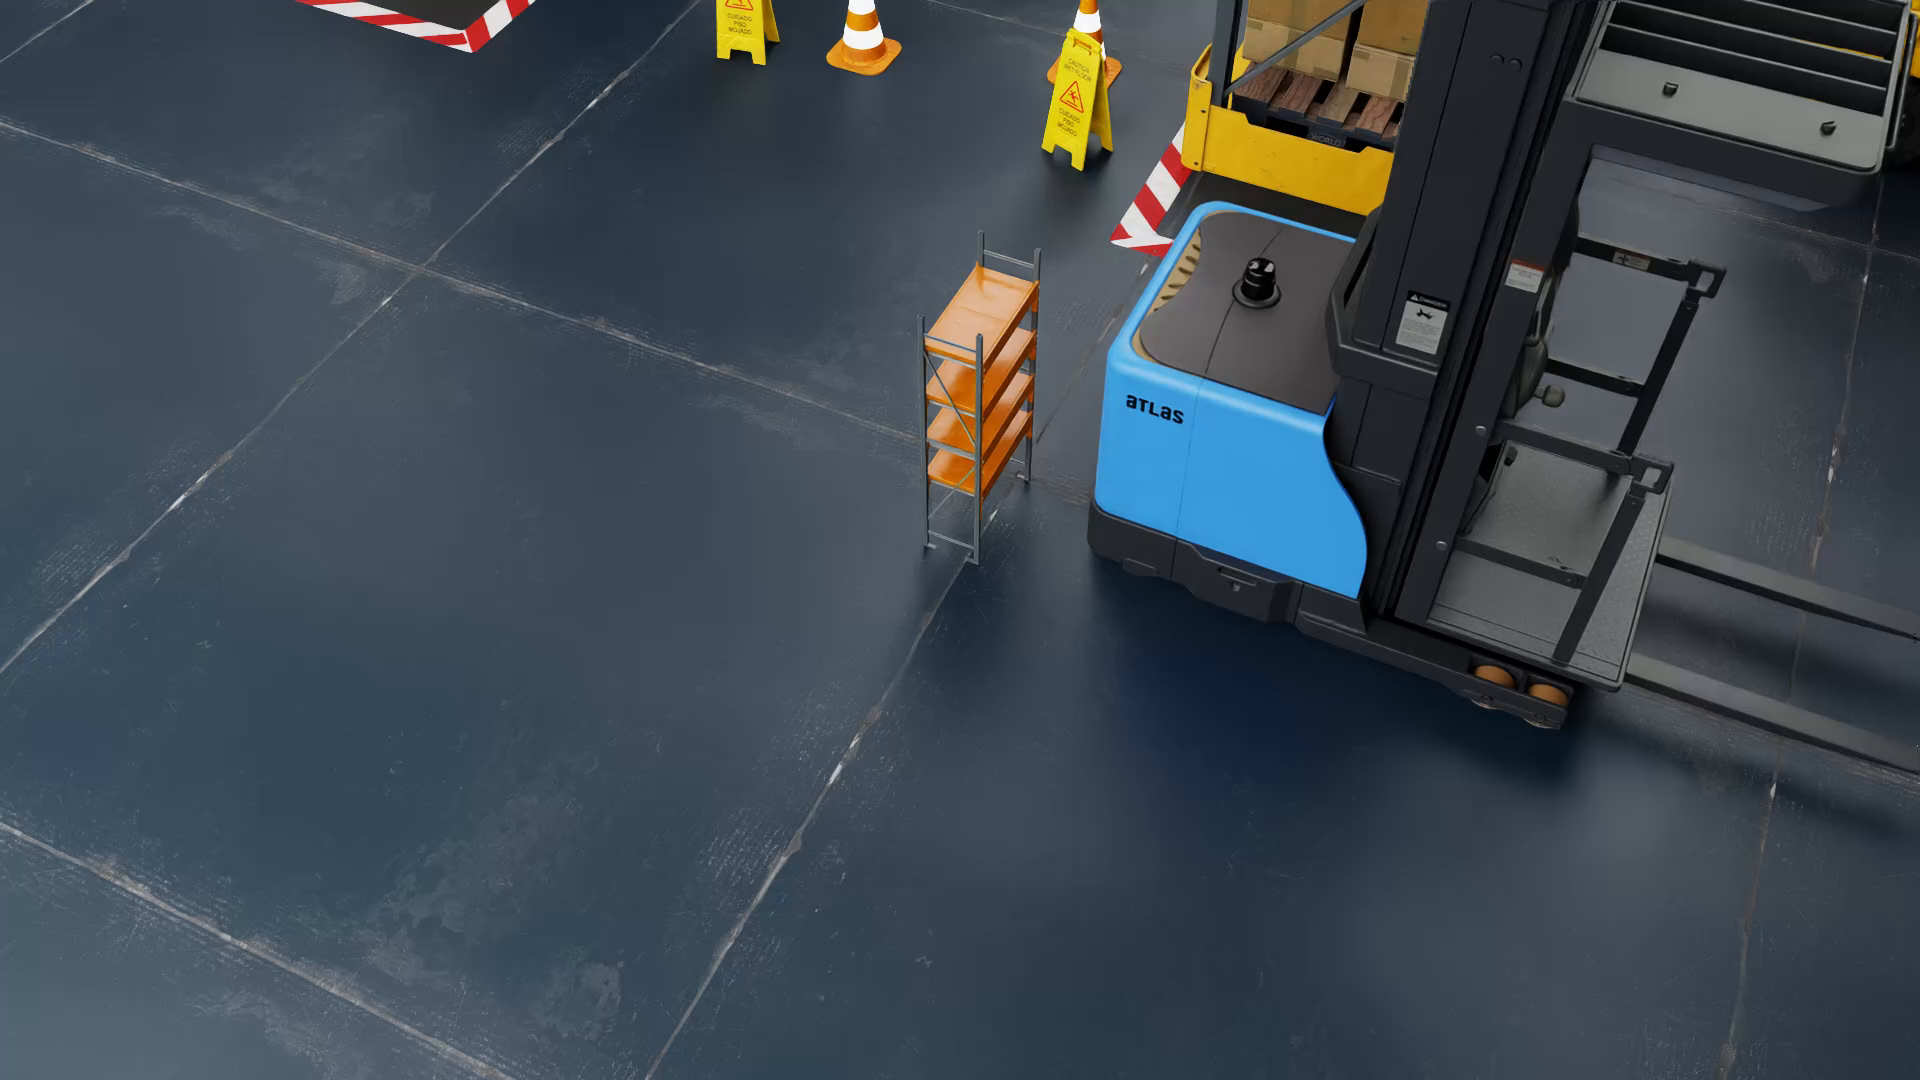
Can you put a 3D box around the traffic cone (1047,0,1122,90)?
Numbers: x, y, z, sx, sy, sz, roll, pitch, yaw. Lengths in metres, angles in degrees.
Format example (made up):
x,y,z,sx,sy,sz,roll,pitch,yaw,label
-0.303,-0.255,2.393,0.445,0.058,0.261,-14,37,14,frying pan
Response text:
x,y,z,sx,sy,sz,roll,pitch,yaw,label
0.646,-2.575,8.452,0.336,0.463,0.334,20,52,16,traffic cone

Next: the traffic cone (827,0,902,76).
x,y,z,sx,sy,sz,roll,pitch,yaw,label
-0.503,-2.702,8.560,0.336,0.463,0.334,20,52,16,traffic cone

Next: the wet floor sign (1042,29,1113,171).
x,y,z,sx,sy,sz,roll,pitch,yaw,label
0.580,-2.135,7.958,0.232,0.644,0.267,-37,59,-27,wet floor sign

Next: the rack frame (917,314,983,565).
x,y,z,sx,sy,sz,roll,pitch,yaw,label
-0.034,-0.335,6.062,0.240,1.200,0.015,20,52,16,rack frame

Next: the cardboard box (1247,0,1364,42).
x,y,z,sx,sy,sz,roll,pitch,yaw,label
1.735,-2.806,8.020,0.500,0.500,0.500,20,53,16,cardboard box

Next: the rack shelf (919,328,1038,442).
x,y,z,sx,sy,sz,roll,pitch,yaw,label
0.071,-0.604,6.086,0.258,0.148,0.480,20,52,16,rack shelf

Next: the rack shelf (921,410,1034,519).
x,y,z,sx,sy,sz,roll,pitch,yaw,label
0.071,-0.331,6.408,0.258,0.148,0.480,20,52,16,rack shelf

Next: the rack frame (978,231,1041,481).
x,y,z,sx,sy,sz,roll,pitch,yaw,label
0.175,-0.671,6.348,0.240,1.200,0.015,20,52,16,rack frame

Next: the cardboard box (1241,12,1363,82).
x,y,z,sx,sy,sz,roll,pitch,yaw,label
1.741,-2.587,8.326,0.500,0.250,0.500,20,52,16,cardboard box

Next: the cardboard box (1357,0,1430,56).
x,y,z,sx,sy,sz,roll,pitch,yaw,label
2.233,-2.651,7.889,0.500,0.500,0.500,18,52,15,cardboard box

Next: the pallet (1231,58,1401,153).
x,y,z,sx,sy,sz,roll,pitch,yaw,label
2.040,-2.378,8.450,1.003,0.211,1.213,20,52,16,pallet

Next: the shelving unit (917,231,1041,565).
x,y,z,sx,sy,sz,roll,pitch,yaw,label
0.071,-0.503,6.205,0.258,1.200,0.503,20,52,16,shelving unit

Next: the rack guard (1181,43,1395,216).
x,y,z,sx,sy,sz,roll,pitch,yaw,label
1.661,-1.923,7.873,1.175,0.500,0.348,20,52,16,rack guard

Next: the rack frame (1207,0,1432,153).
x,y,z,sx,sy,sz,roll,pitch,yaw,label
1.628,-2.681,6.877,1.000,3.000,0.127,20,52,16,rack frame

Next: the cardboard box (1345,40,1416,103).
x,y,z,sx,sy,sz,roll,pitch,yaw,label
2.223,-2.392,8.160,0.500,0.250,0.500,19,52,16,cardboard box

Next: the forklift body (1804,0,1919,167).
x,y,z,sx,sy,sz,roll,pitch,yaw,label
5.278,-2.693,7.444,2.313,2.155,1.214,20,52,16,forklift body

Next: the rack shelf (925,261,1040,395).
x,y,z,sx,sy,sz,roll,pitch,yaw,label
0.071,-0.757,5.906,0.258,0.148,0.480,20,52,16,rack shelf

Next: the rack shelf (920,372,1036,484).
x,y,z,sx,sy,sz,roll,pitch,yaw,label
0.071,-0.459,6.256,0.258,0.148,0.480,20,52,16,rack shelf

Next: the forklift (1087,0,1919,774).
x,y,z,sx,sy,sz,roll,pitch,yaw,label
2.053,-0.739,5.270,3.031,2.935,1.130,20,52,16,forklift

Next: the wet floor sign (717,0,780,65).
x,y,z,sx,sy,sz,roll,pitch,yaw,label
-1.113,-2.795,8.520,0.267,0.644,0.232,12,51,10,wet floor sign
